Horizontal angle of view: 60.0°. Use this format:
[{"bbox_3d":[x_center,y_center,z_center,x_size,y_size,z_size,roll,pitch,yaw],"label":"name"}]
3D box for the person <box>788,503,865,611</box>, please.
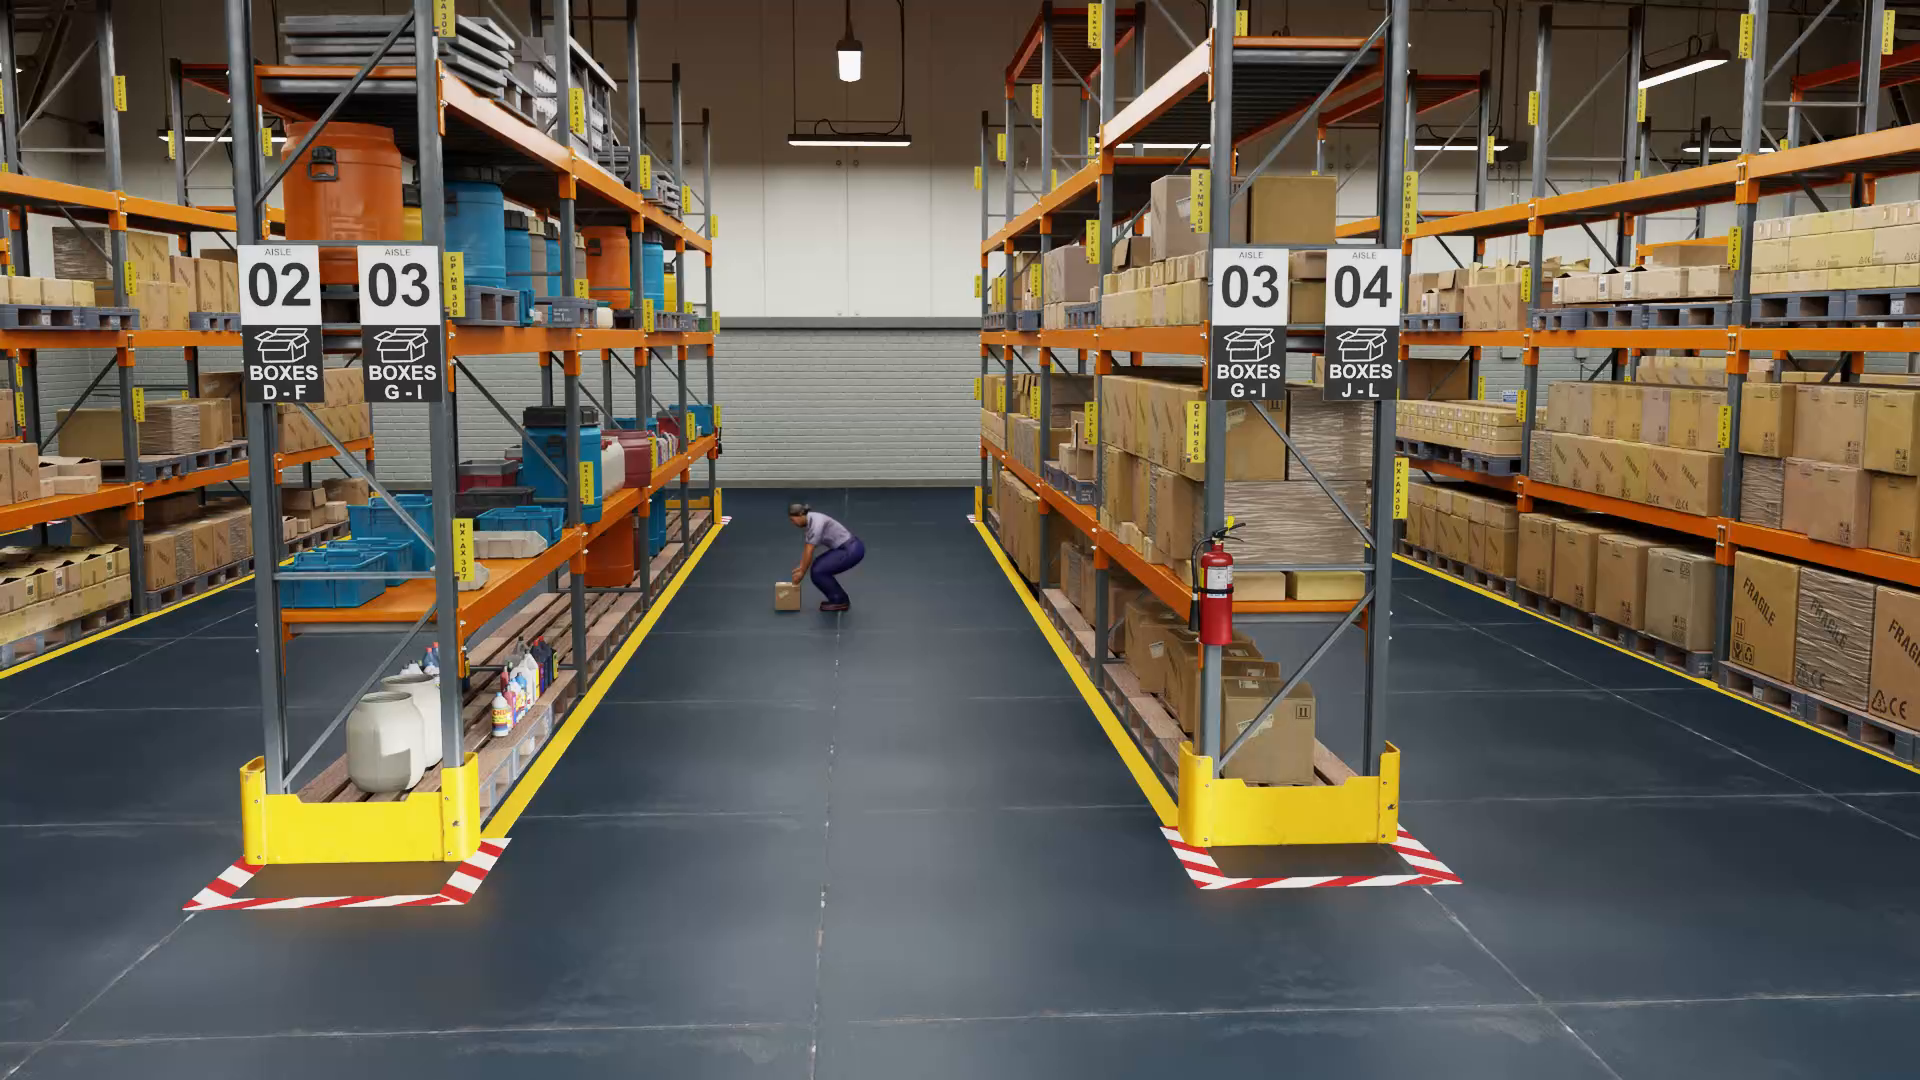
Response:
[{"bbox_3d":[-1.348,0.160,16.846,0.779,1.086,0.534,0,7,-4],"label":"person"}]
